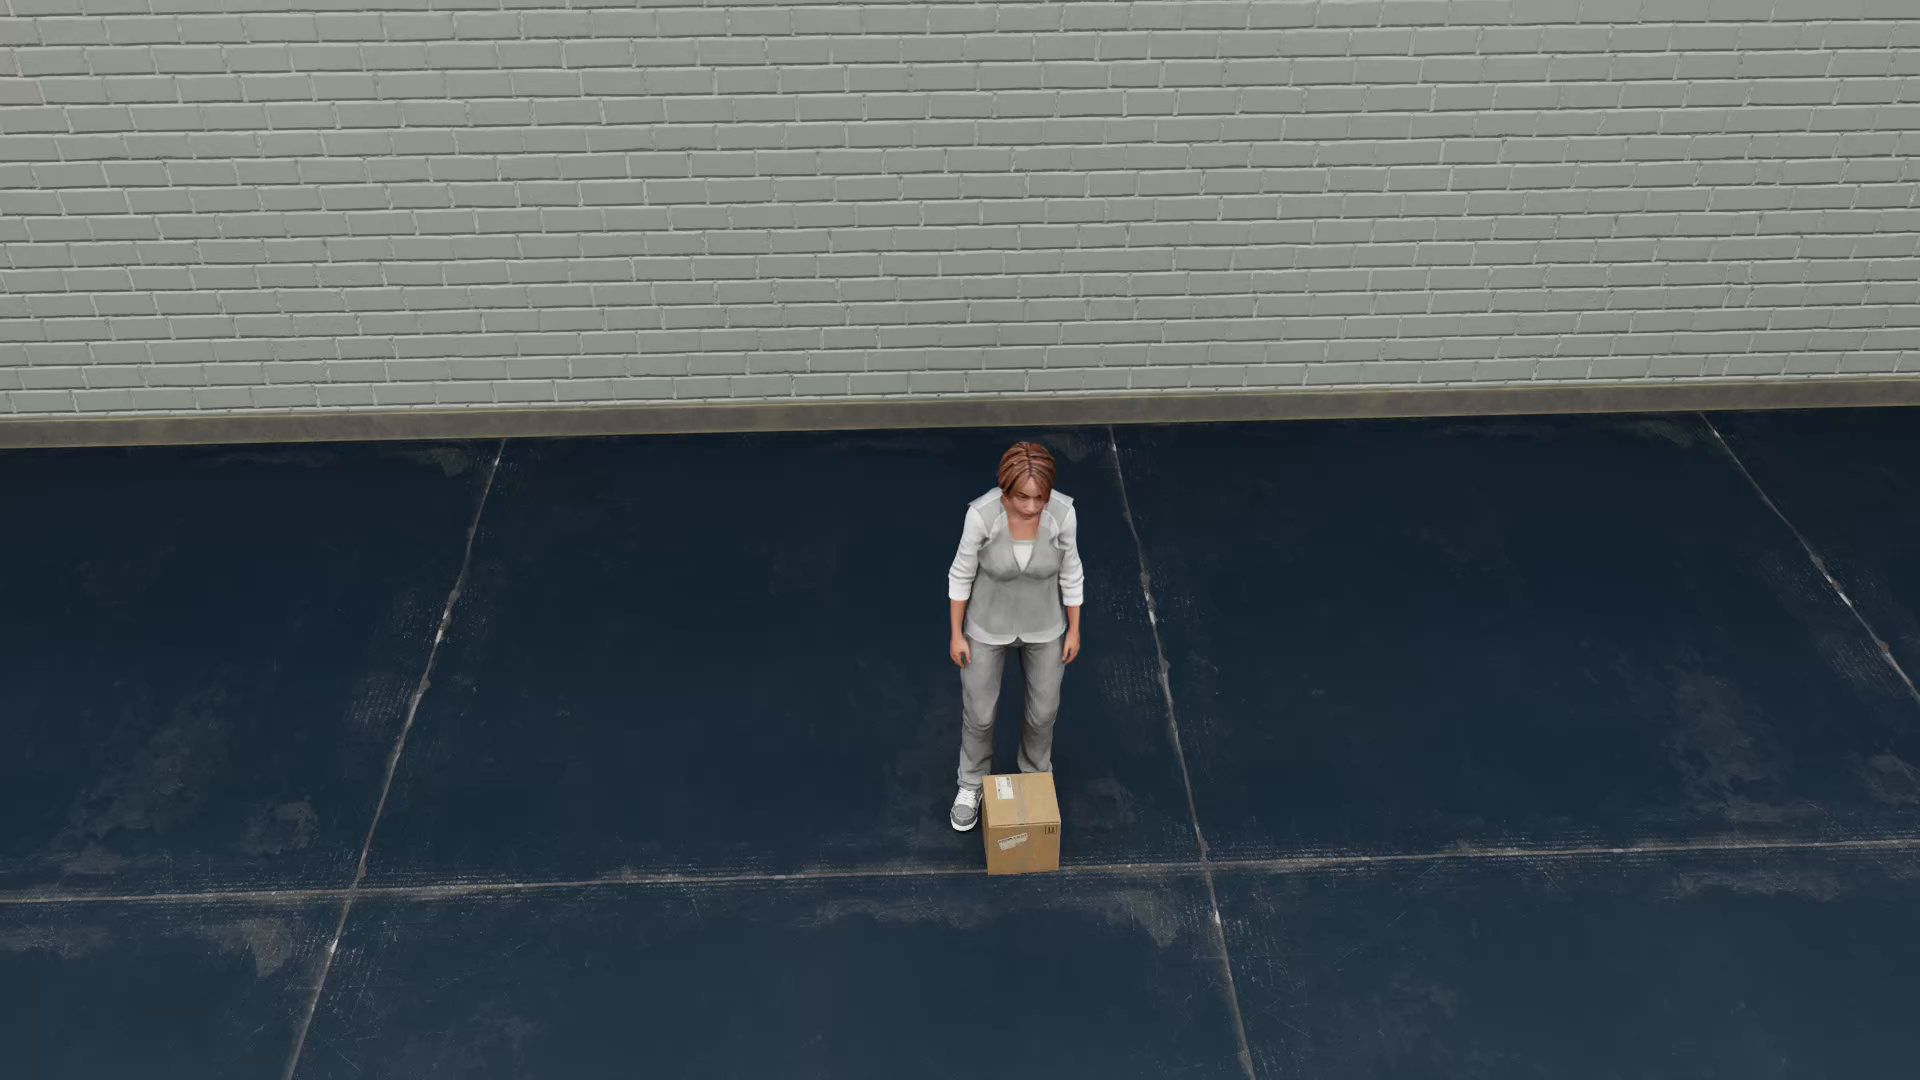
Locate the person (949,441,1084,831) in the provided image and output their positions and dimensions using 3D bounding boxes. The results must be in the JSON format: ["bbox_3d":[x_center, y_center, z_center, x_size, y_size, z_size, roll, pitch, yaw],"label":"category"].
[{"bbox_3d":[0.190,0.322,5.709,0.464,1.591,0.343,-3,36,-4],"label":"person"}]
